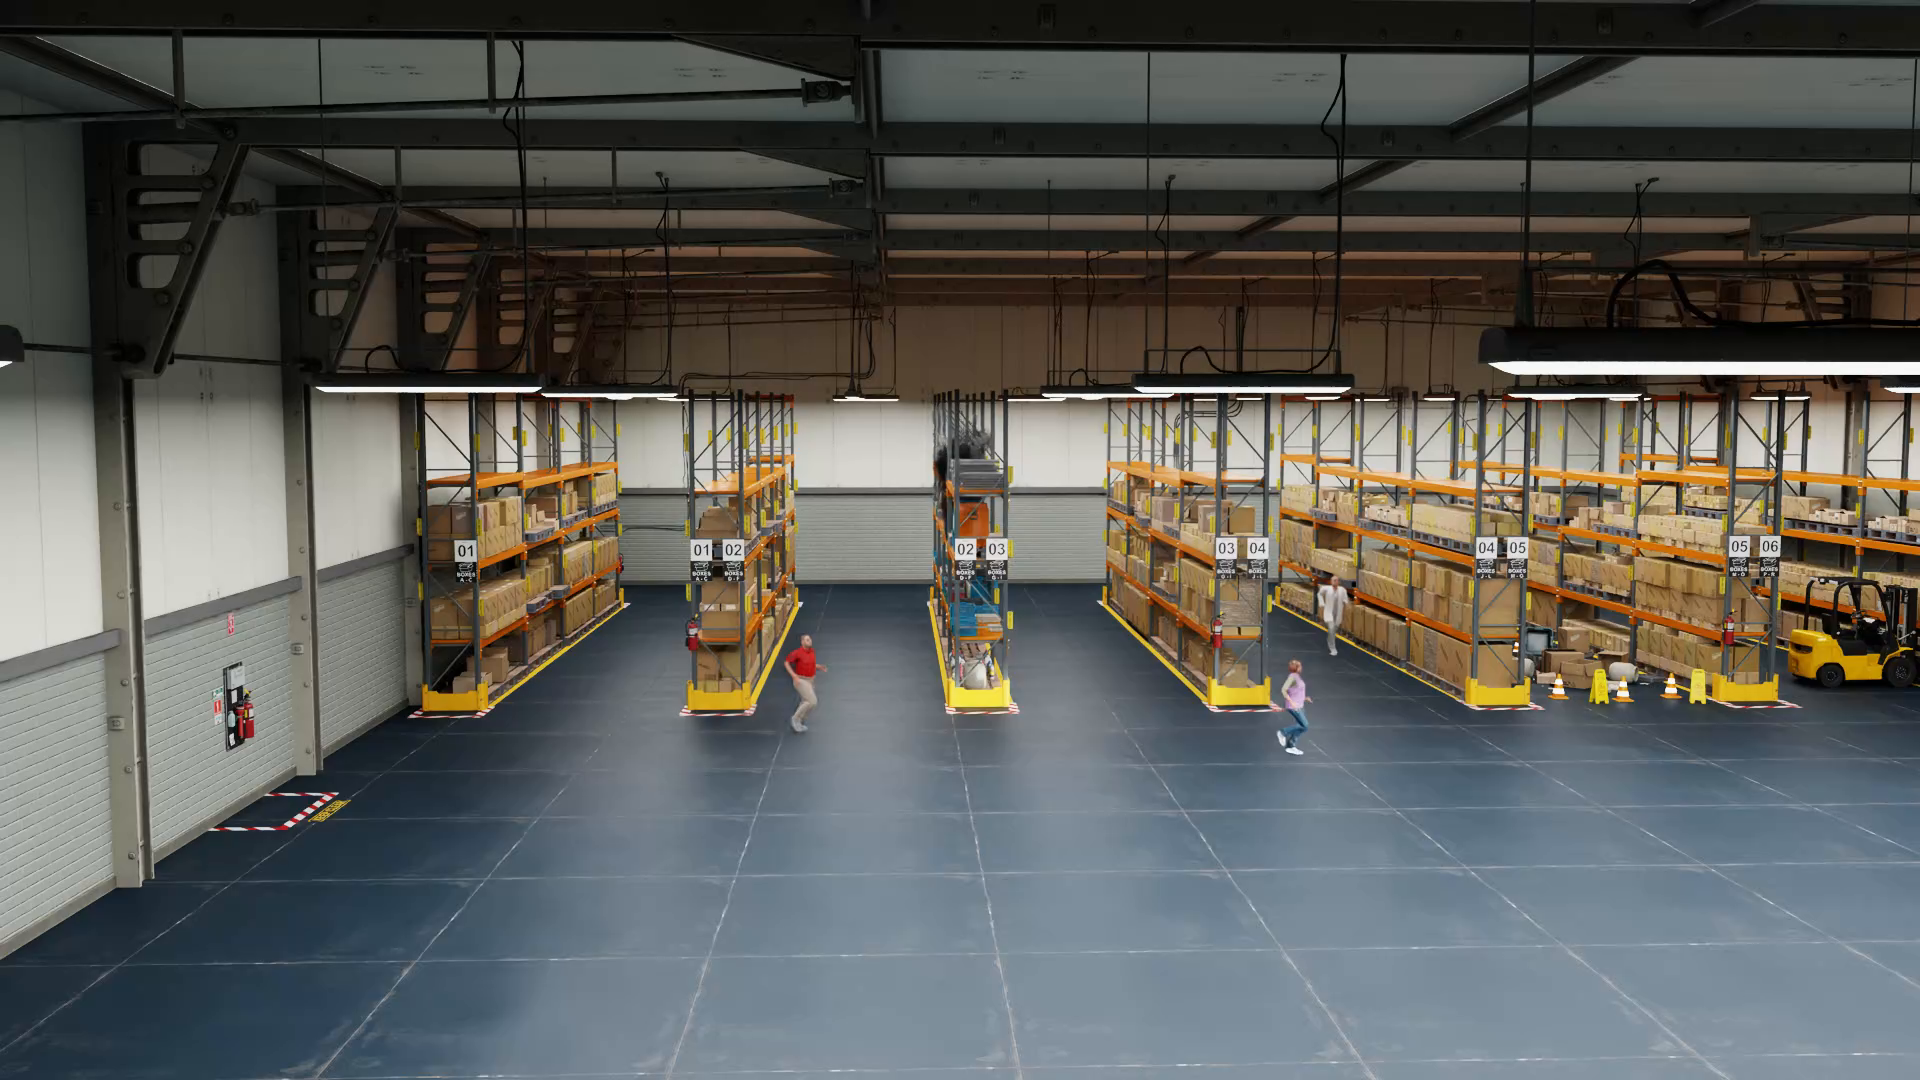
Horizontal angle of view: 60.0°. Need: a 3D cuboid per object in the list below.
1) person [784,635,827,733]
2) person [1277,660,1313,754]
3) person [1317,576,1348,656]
[{"bbox_3d":[-2.661,2.510,29.068,0.663,1.716,0.636,2,5,26],"label":"person"},{"bbox_3d":[5.487,2.734,27.236,0.543,1.557,0.540,2,5,25],"label":"person"},{"bbox_3d":[8.598,1.711,38.331,0.651,1.802,1.036,0,5,-6],"label":"person"}]
